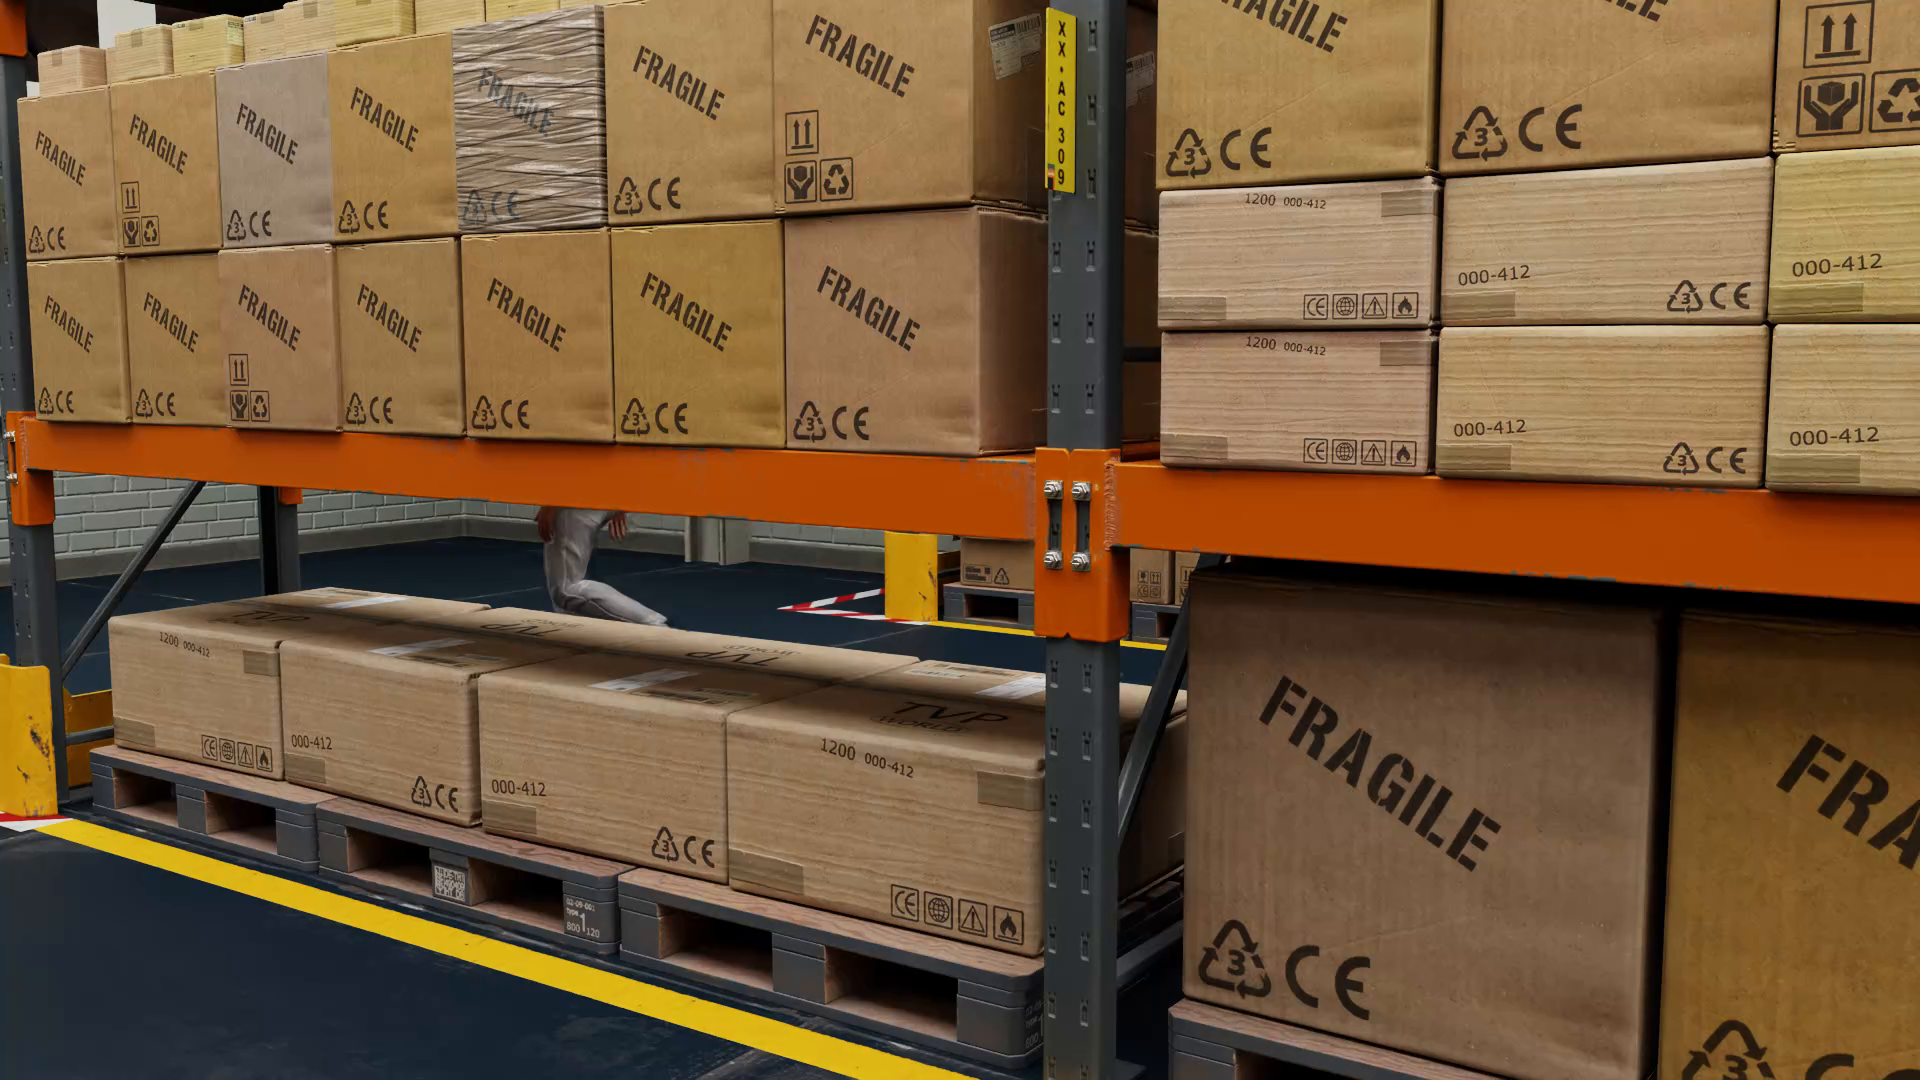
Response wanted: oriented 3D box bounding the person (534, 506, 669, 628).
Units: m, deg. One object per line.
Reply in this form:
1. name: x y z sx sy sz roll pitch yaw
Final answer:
1. person: -1.617 -0.188 7.311 0.819 1.753 0.579 1 6 10
